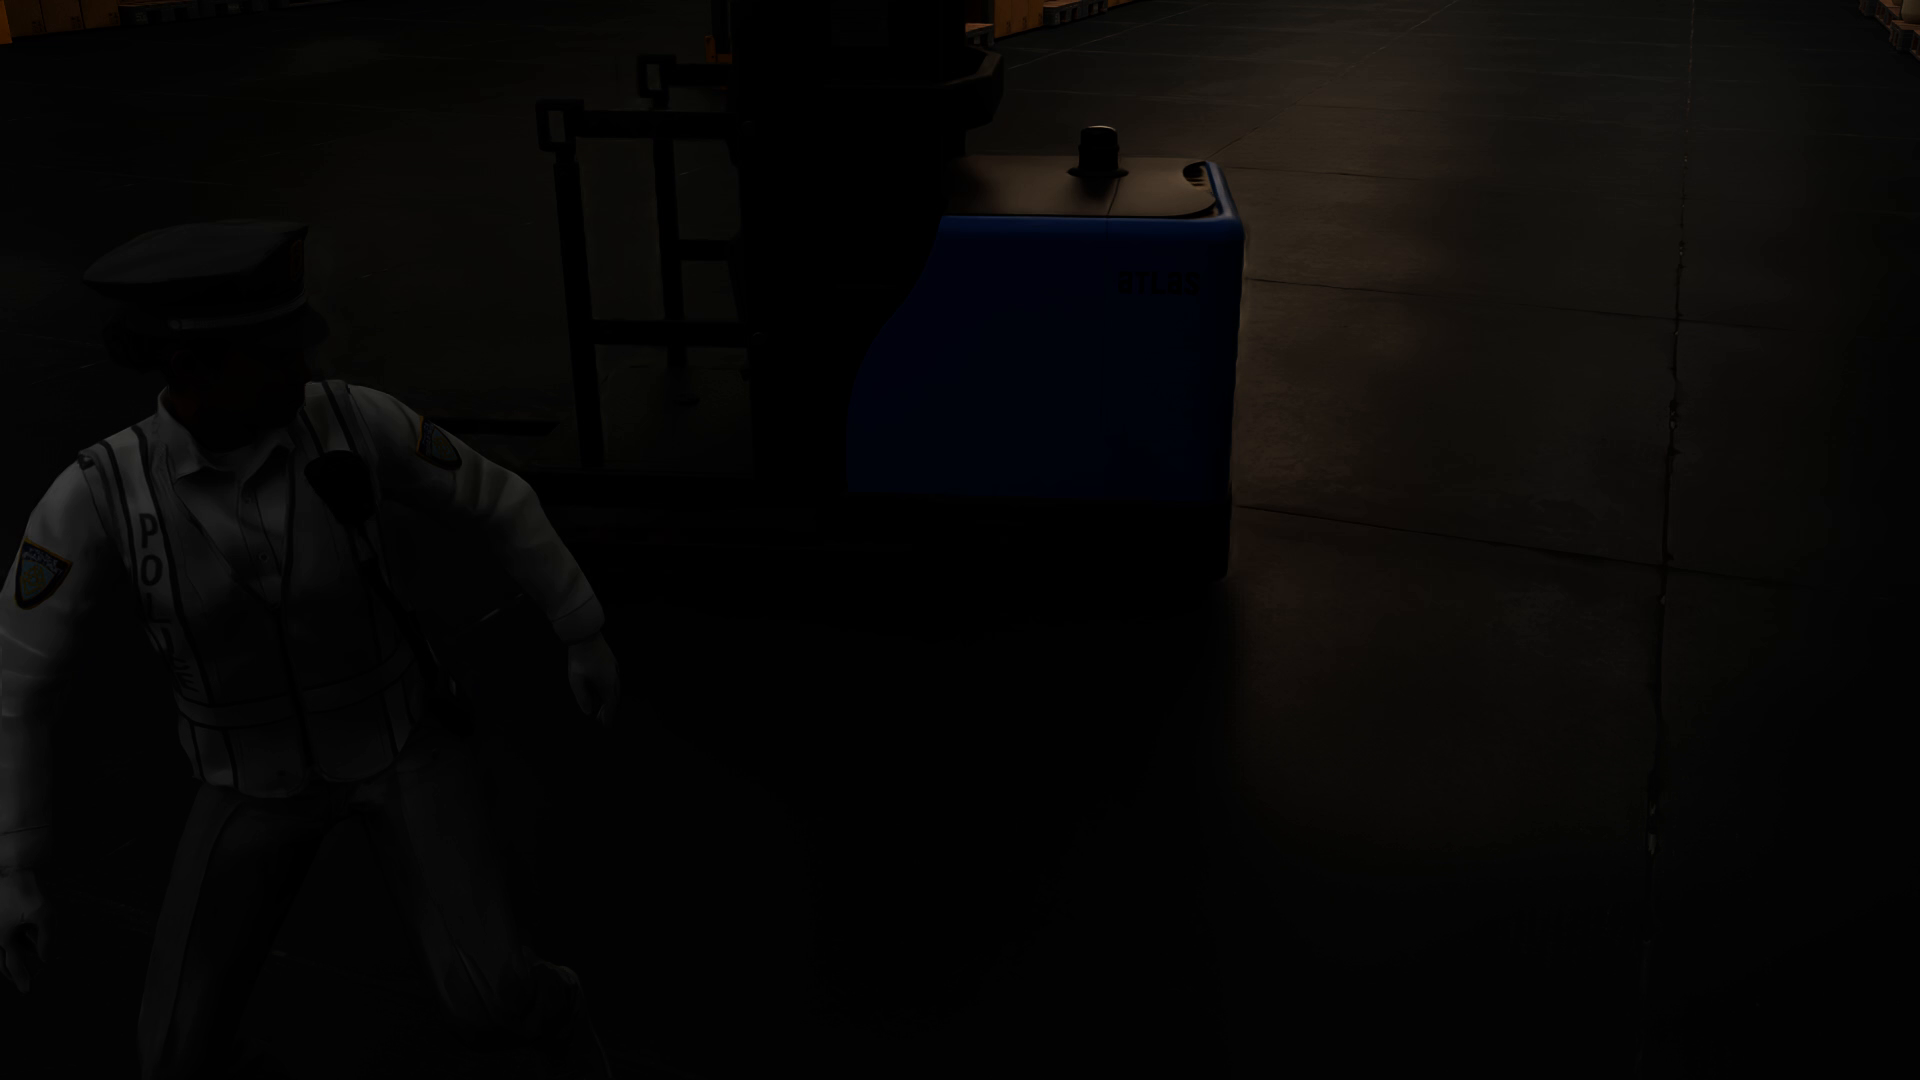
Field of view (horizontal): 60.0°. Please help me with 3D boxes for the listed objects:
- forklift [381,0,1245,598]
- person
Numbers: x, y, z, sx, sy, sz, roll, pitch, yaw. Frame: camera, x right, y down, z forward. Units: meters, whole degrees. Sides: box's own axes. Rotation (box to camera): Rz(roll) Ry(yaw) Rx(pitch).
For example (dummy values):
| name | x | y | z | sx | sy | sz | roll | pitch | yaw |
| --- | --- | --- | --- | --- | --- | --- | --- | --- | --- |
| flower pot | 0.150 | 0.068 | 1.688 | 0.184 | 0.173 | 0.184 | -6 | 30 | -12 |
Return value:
| name | x | y | z | sx | sy | sz | roll | pitch | yaw |
| --- | --- | --- | --- | --- | --- | --- | --- | --- | --- |
| forklift | -0.721 | -1.408 | 4.661 | 3.031 | 2.935 | 1.130 | 2 | 23 | 4 |
| person | -0.878 | 0.332 | 2.324 | 0.804 | 1.561 | 0.514 | -5 | 23 | -11 |
